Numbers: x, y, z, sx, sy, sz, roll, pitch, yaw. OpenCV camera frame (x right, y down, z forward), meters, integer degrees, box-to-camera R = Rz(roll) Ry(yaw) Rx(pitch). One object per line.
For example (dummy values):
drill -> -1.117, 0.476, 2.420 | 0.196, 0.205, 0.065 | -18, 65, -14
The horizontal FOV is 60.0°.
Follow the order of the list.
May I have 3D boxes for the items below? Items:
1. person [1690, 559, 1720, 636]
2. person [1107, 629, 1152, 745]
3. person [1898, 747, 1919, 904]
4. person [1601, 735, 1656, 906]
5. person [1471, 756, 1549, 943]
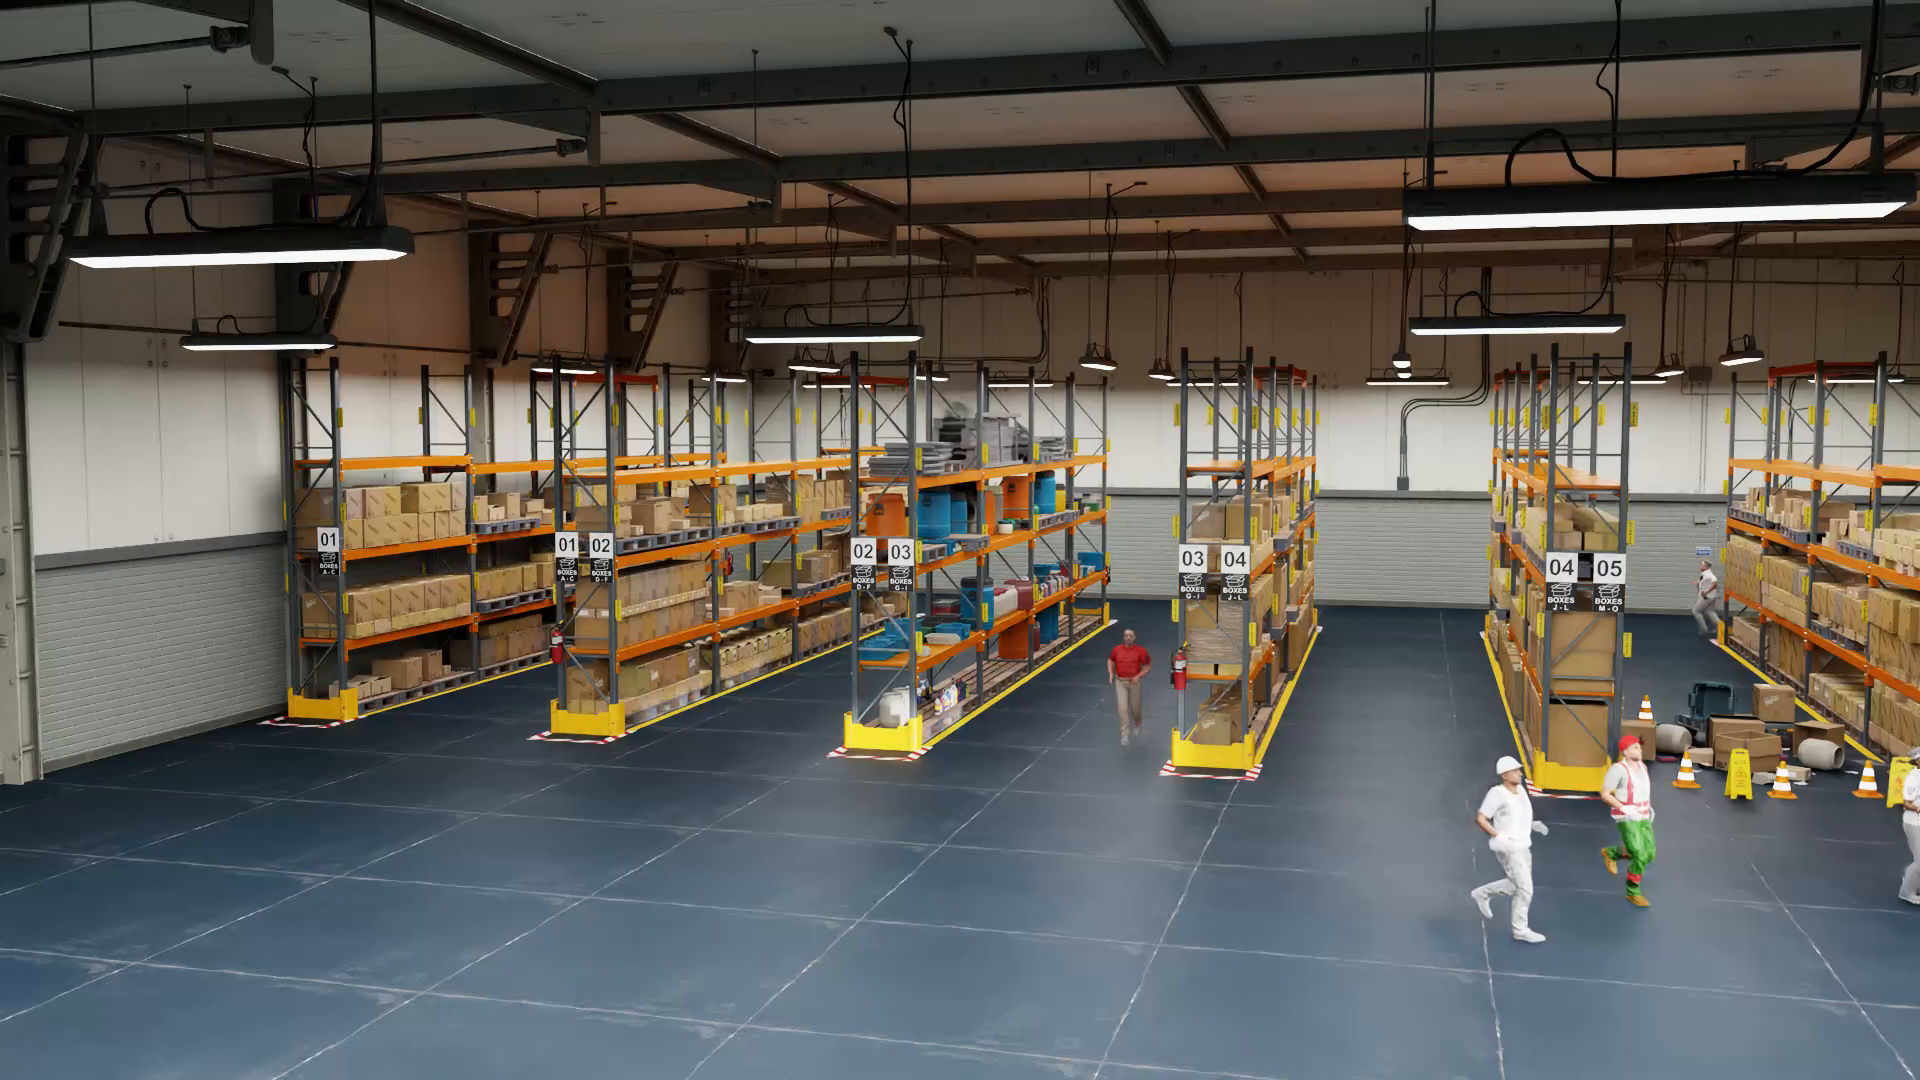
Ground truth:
person -> 17.086, 1.347, 38.077 | 0.752, 1.846, 0.658 | 3, 5, 32
person -> 2.553, 2.192, 25.151 | 0.685, 1.709, 0.768 | 1, 4, 14
person -> 9.928, 2.915, 17.009 | 0.565, 1.657, 0.549 | -2, 5, -29
person -> 6.913, 2.877, 17.269 | 0.686, 1.736, 0.655 | -3, 5, -33
person -> 5.277, 2.956, 16.030 | 0.804, 1.746, 0.694 | 4, 6, 44
